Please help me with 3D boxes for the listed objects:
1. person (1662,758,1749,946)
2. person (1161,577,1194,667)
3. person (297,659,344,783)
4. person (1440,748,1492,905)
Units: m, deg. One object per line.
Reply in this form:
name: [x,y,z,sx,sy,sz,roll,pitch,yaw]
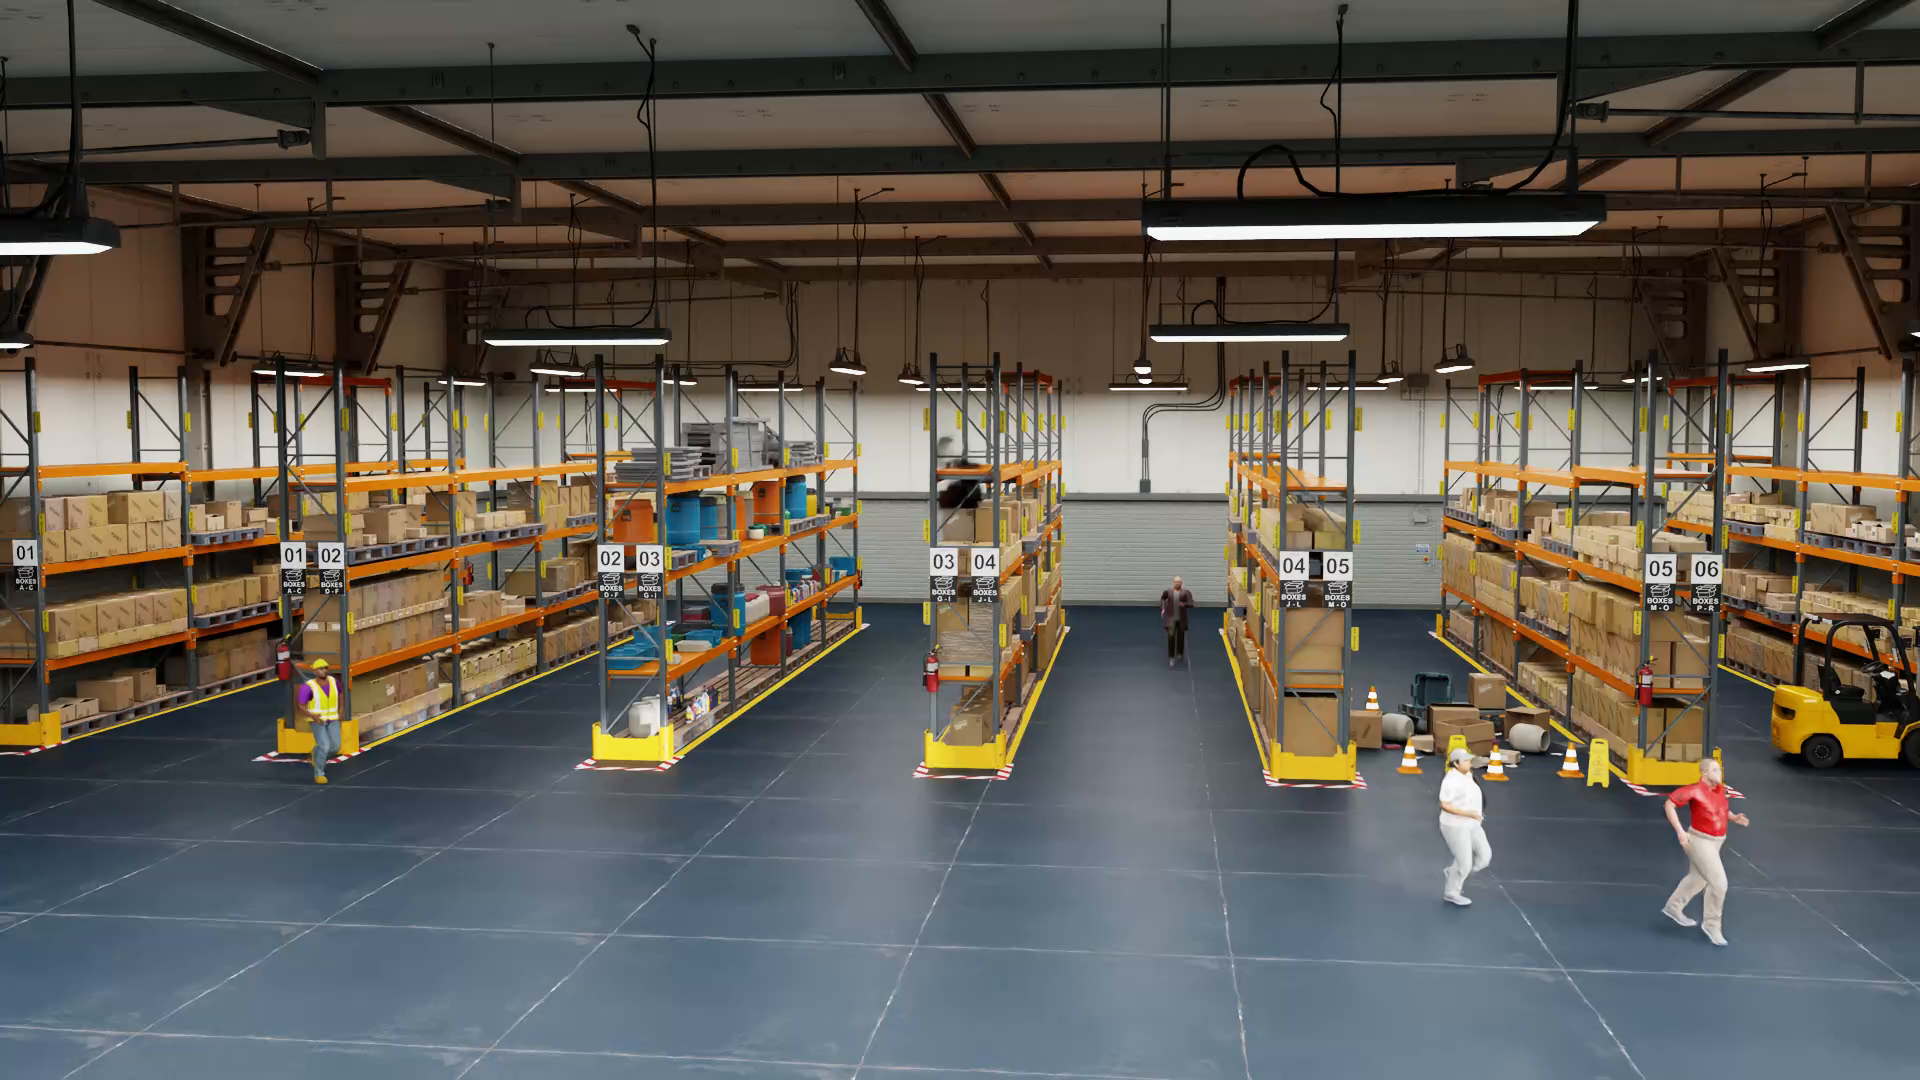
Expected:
person: [7.252,3.014,16.213,0.643,1.799,0.802,-4,6,-43]
person: [4.490,1.672,34.431,0.679,1.839,0.895,1,4,7]
person: [-8.874,2.510,23.159,0.666,1.729,0.726,3,5,40]
person: [5.254,2.969,17.250,0.599,1.621,0.527,-4,6,-43]
